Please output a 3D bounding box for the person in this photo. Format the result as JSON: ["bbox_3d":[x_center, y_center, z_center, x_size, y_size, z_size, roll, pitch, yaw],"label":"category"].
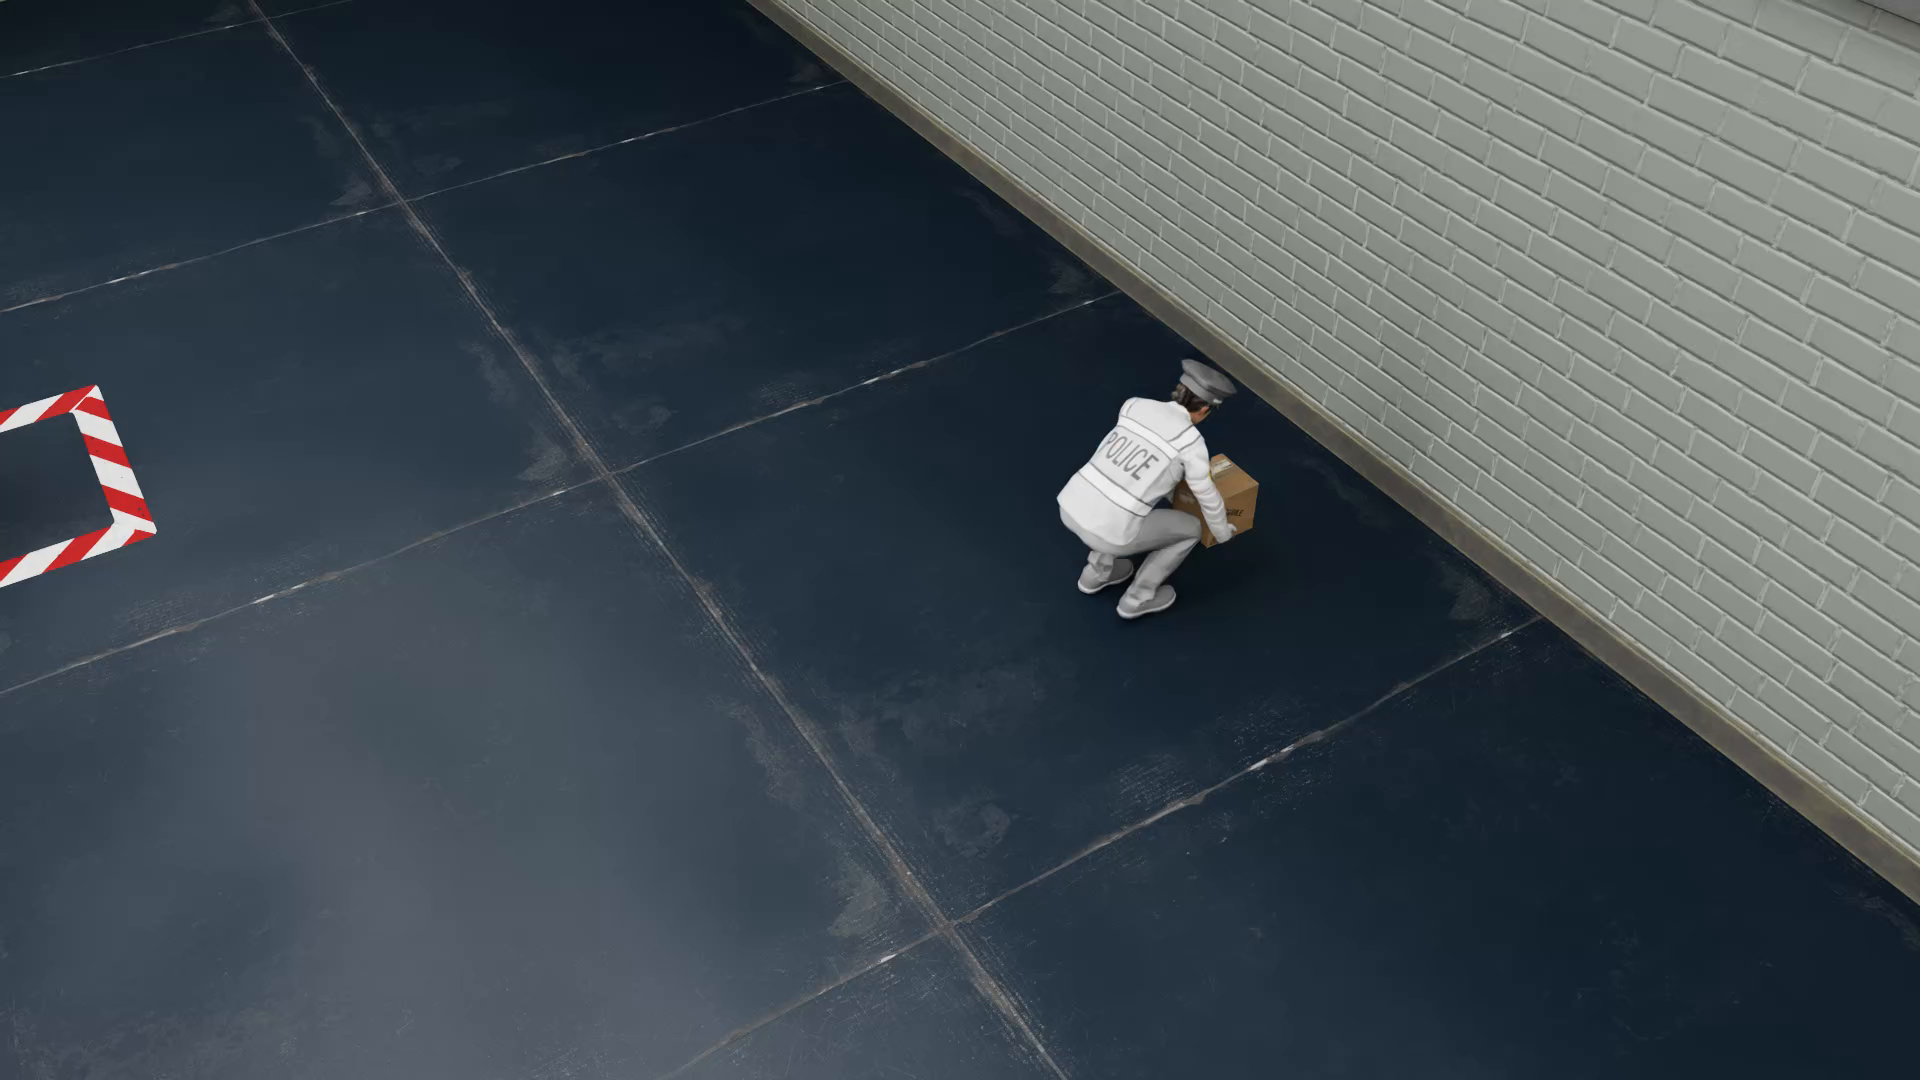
[{"bbox_3d":[0.769,-0.204,6.877,0.819,1.033,0.497,-23,46,-24],"label":"person"}]
